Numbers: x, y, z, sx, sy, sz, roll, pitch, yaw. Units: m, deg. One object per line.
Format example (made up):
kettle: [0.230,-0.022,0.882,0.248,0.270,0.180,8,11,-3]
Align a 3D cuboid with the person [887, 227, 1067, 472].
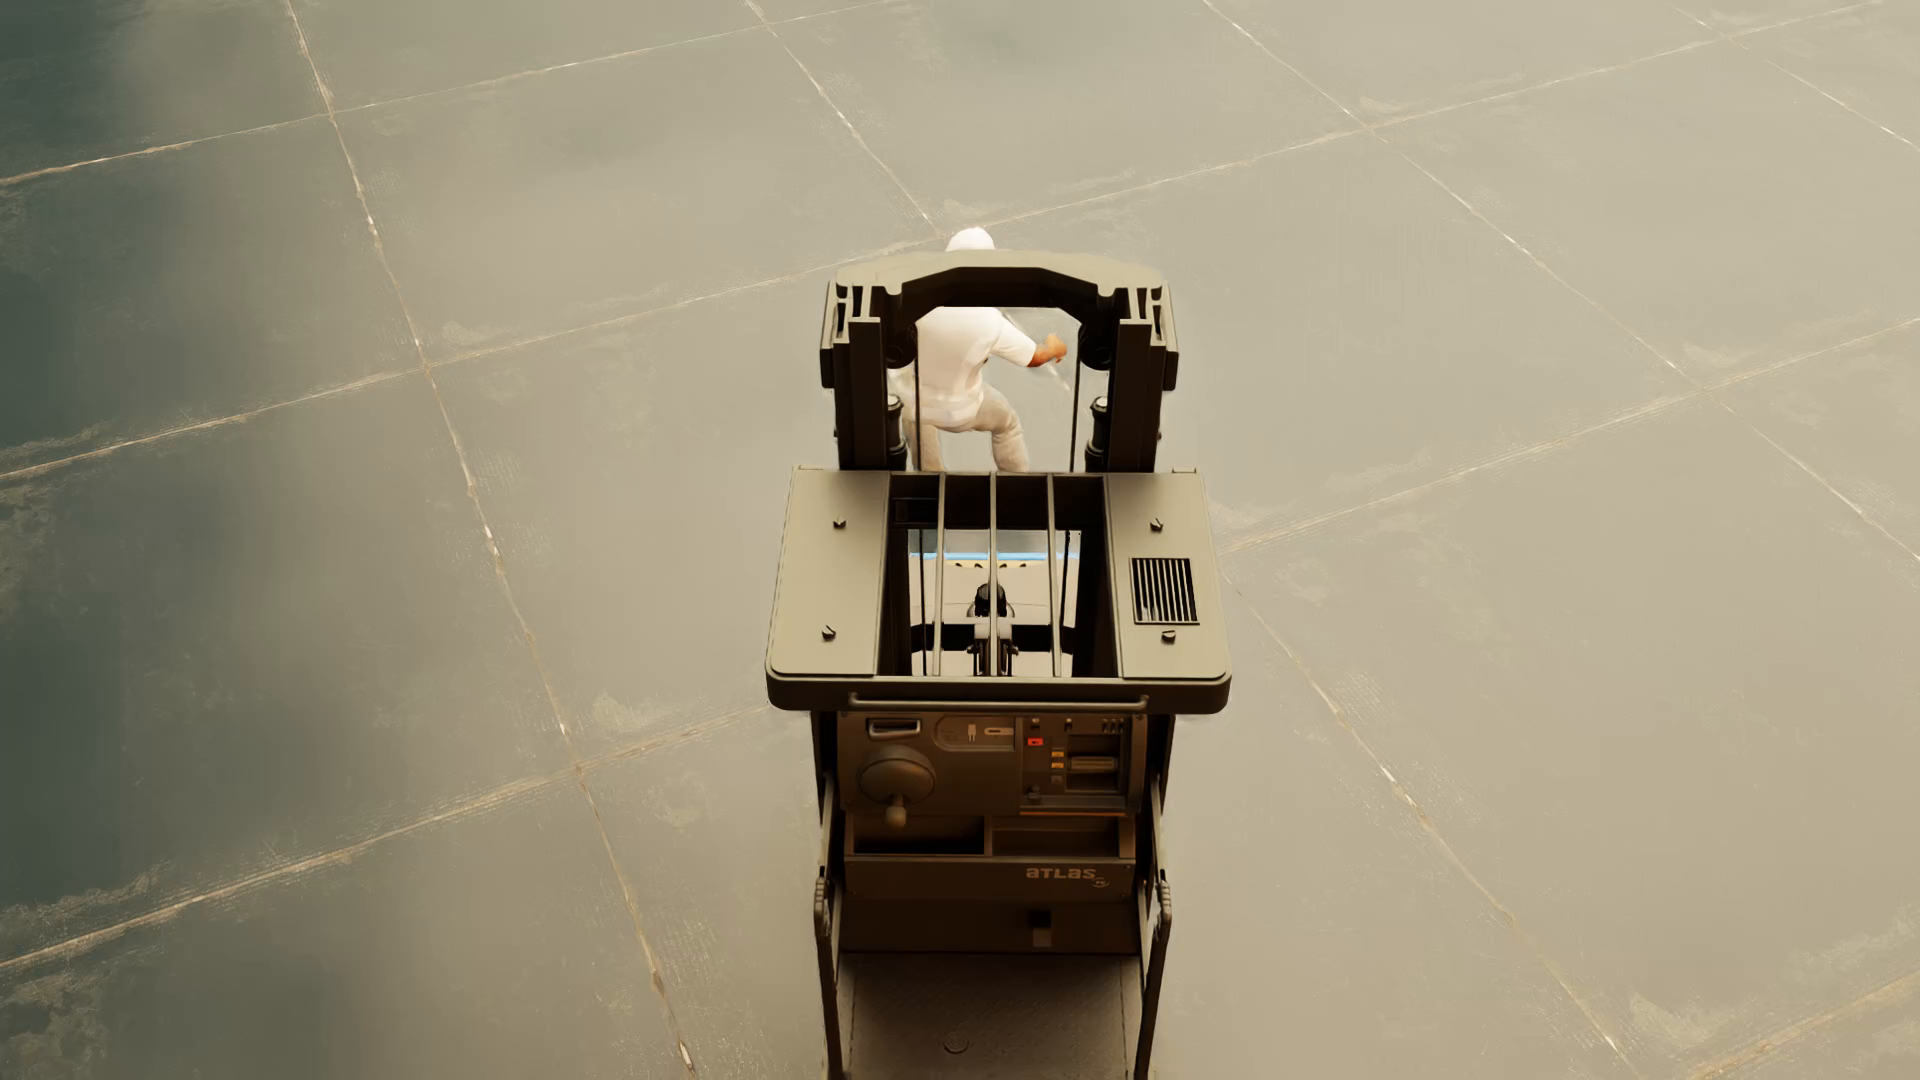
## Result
person: [-0.018,-0.762,7.471,0.930,1.611,0.645,8,44,9]

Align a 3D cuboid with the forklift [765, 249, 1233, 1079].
forklift: [0.095,0.763,4.863,1.130,2.935,3.031,1,43,1]
